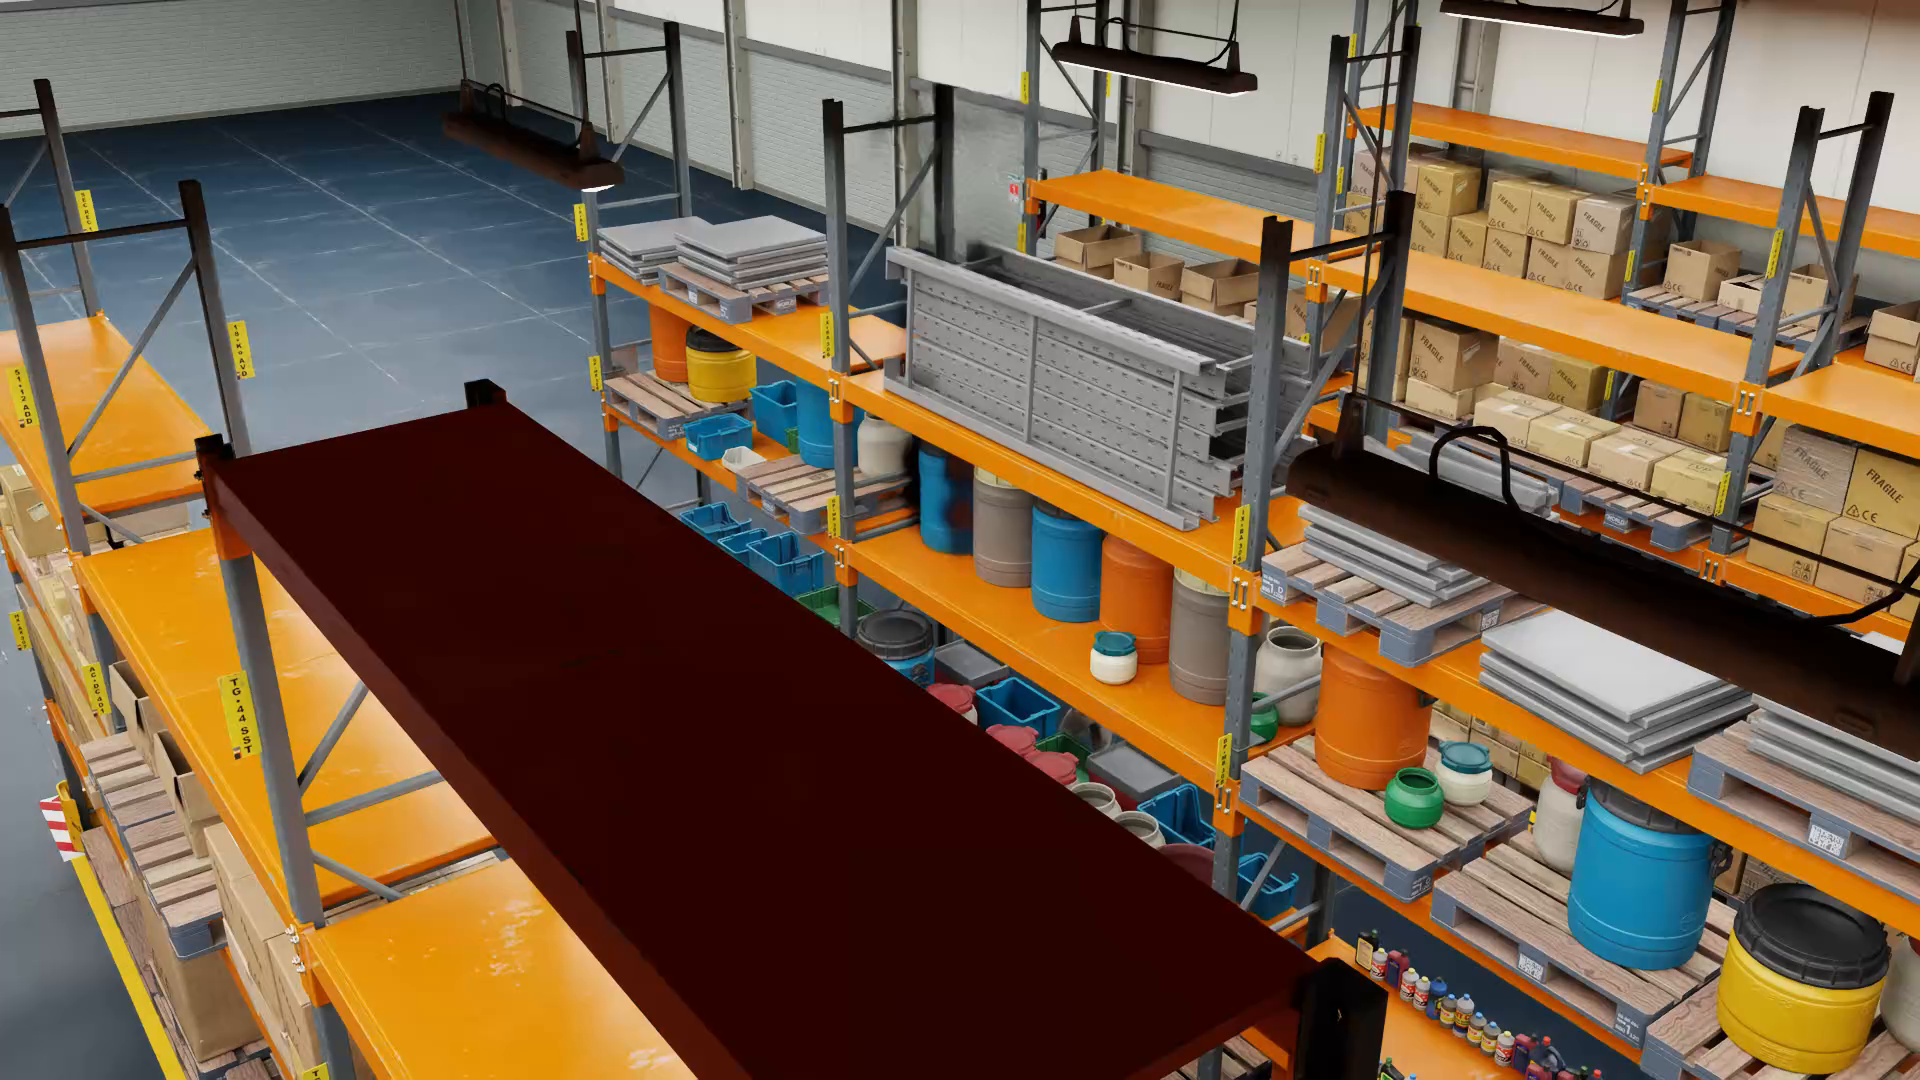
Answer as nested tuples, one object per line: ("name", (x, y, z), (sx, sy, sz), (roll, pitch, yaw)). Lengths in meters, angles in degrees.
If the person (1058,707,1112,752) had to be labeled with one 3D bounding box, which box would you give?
("person", (1.117, 1.467, 13.831), (0.546, 1.725, 0.759), (-16, 29, -31))
